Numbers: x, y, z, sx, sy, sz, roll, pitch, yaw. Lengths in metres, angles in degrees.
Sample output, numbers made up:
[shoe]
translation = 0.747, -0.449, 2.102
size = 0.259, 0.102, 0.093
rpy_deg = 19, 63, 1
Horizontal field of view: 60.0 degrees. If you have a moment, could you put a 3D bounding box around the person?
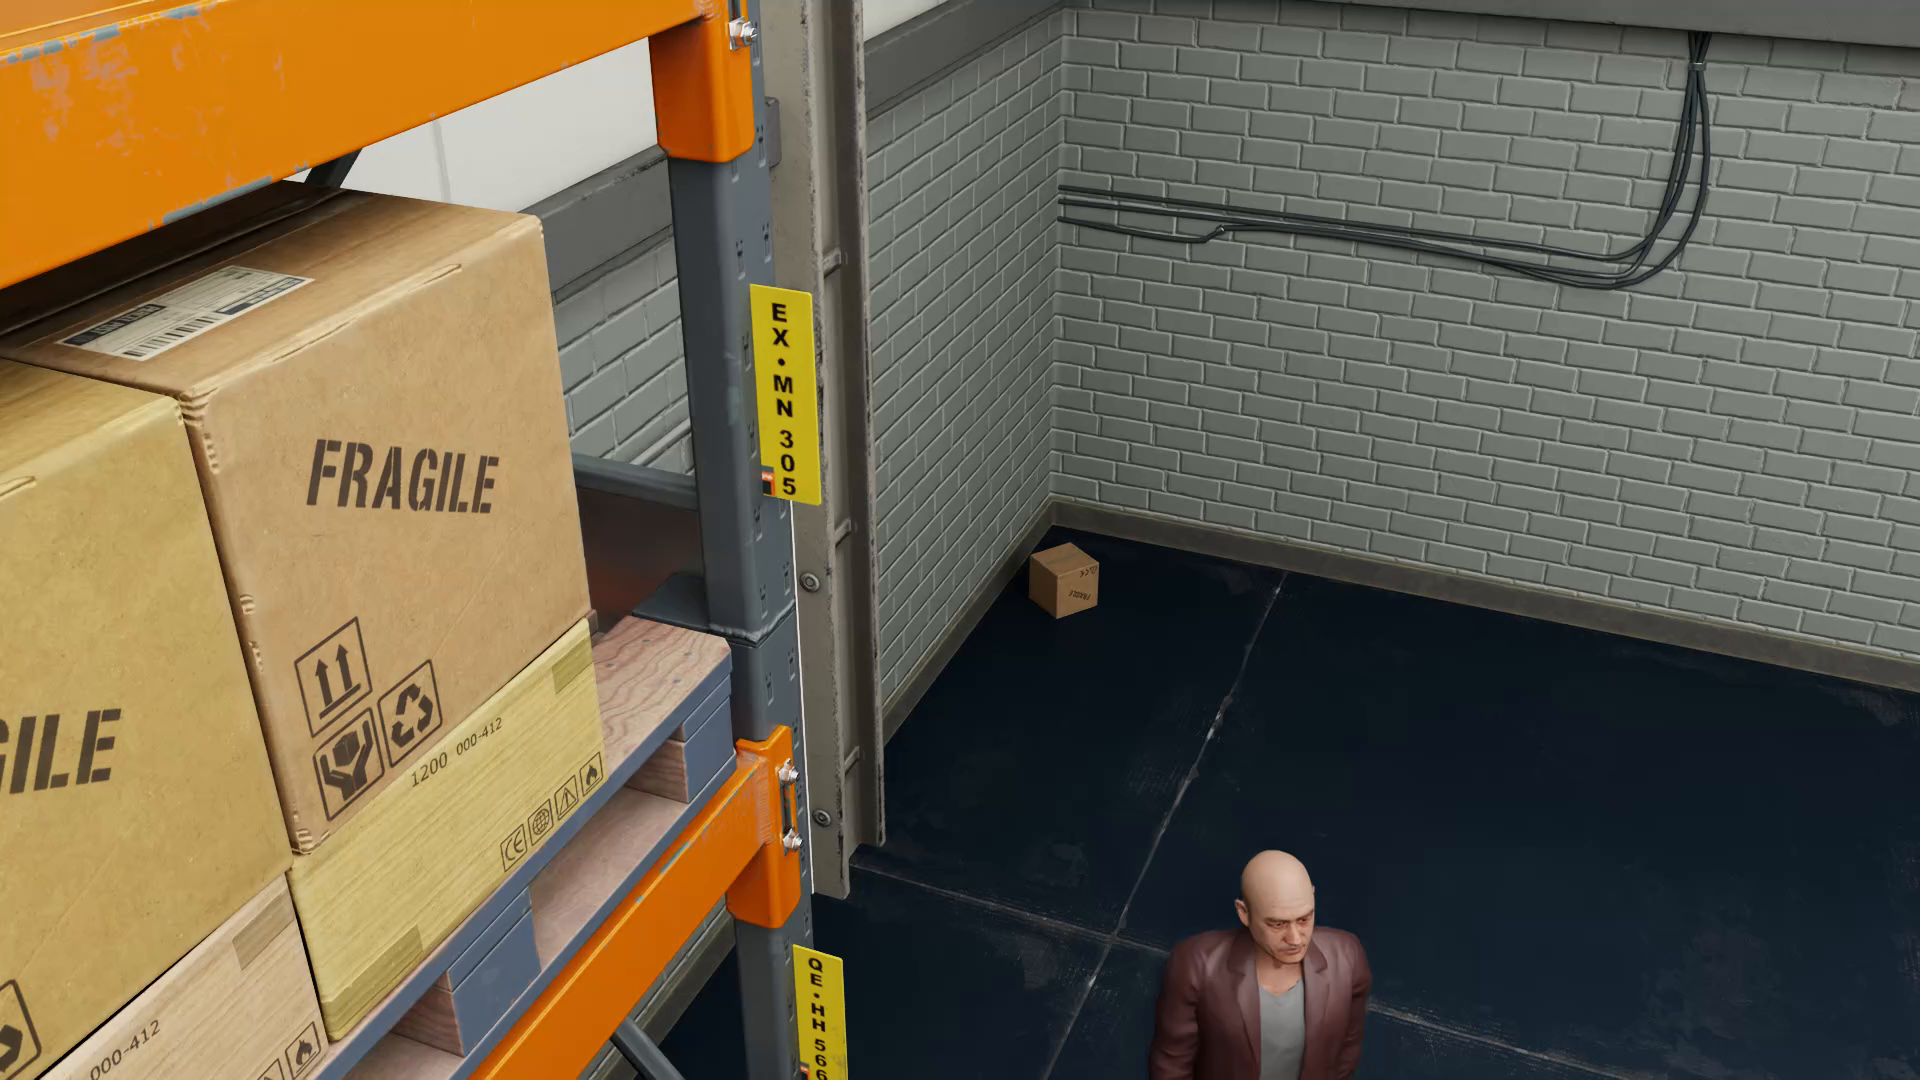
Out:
[person]
translation = 0.758, 1.612, 4.266
size = 0.574, 1.796, 0.874
rpy_deg = 0, 29, 0
